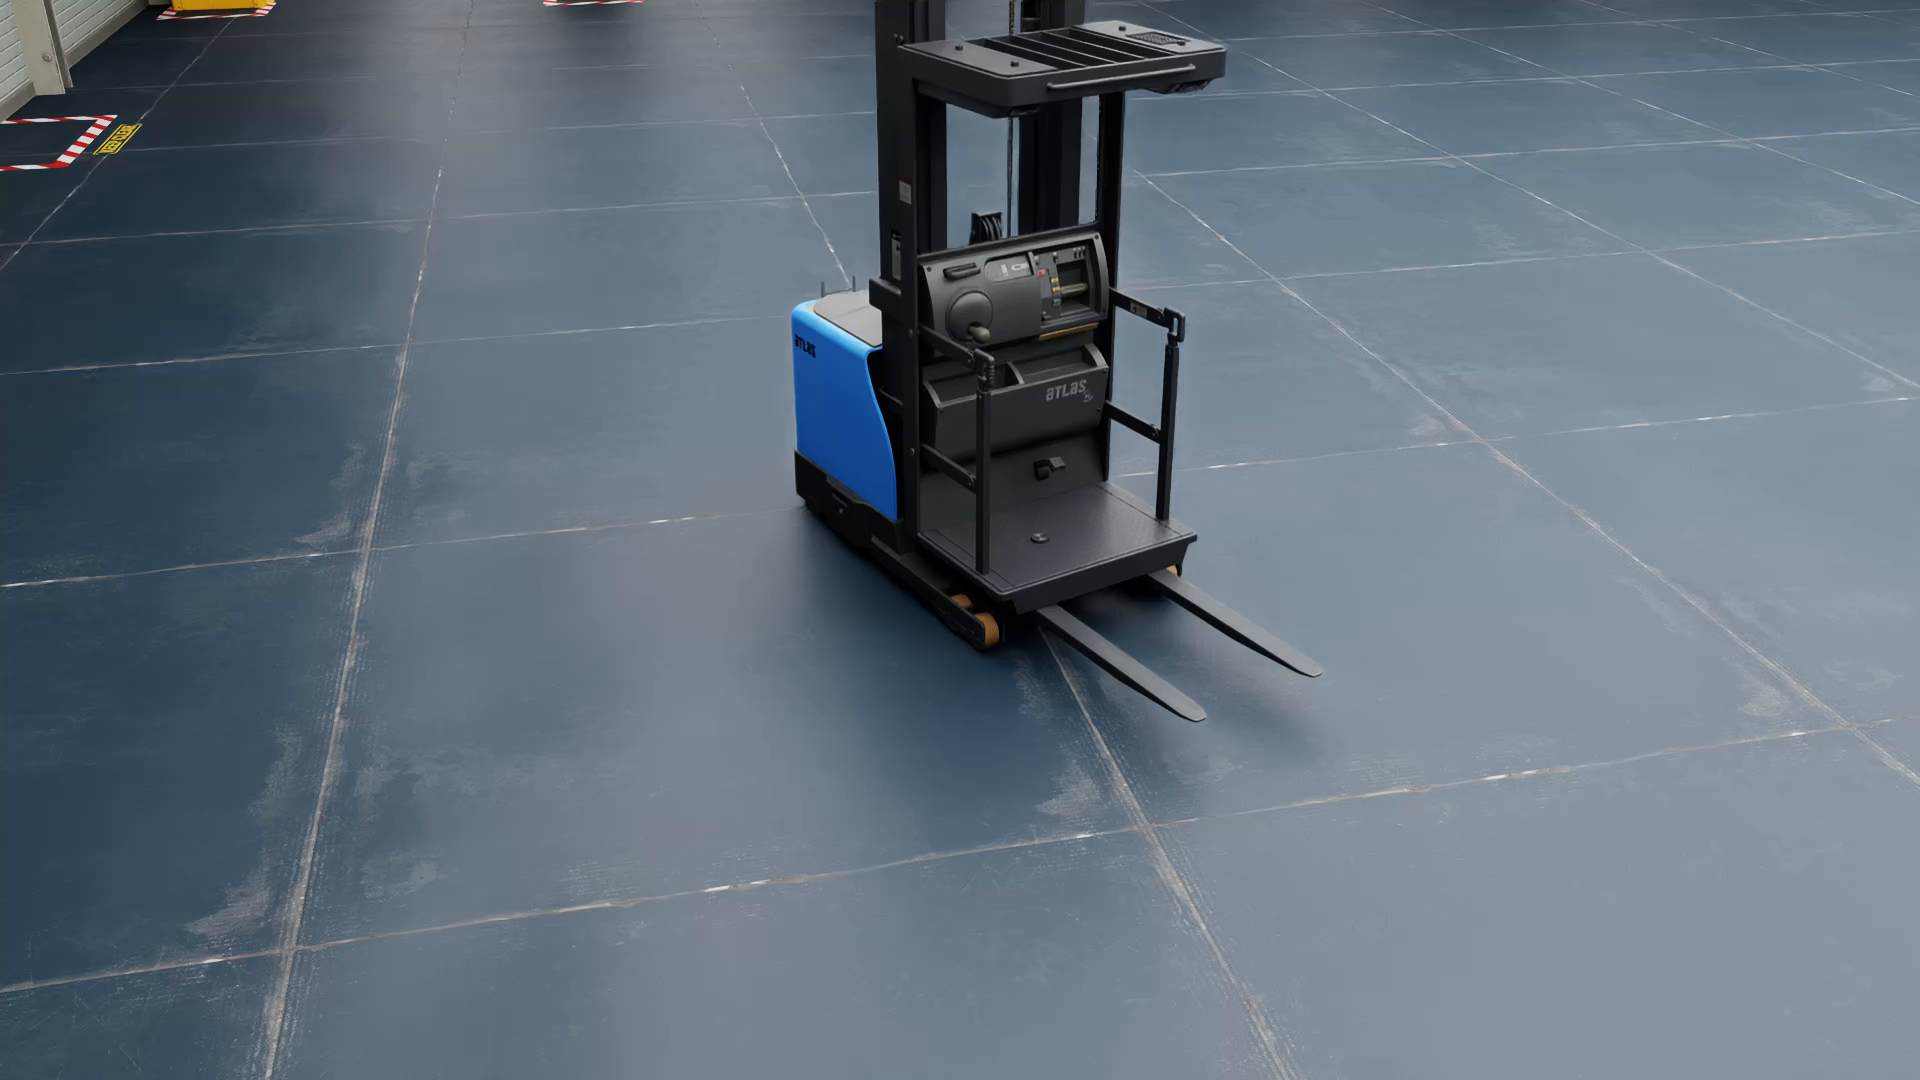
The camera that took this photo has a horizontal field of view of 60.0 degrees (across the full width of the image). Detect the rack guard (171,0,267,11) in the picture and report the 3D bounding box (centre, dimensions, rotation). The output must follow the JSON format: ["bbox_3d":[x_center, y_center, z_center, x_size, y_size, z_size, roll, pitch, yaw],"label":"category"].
[{"bbox_3d":[-10.052,-7.466,22.488,1.175,0.500,0.348,-6,27,-12],"label":"rack guard"}]

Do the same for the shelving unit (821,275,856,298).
[{"bbox_3d":[-0.563,-0.840,8.748,0.215,1.050,0.252,-16,31,-29],"label":"shelving unit"}]

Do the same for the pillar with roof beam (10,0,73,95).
[{"bbox_3d":[-5.489,-9.250,16.589,9.100,9.000,0.400,-6,27,-12],"label":"pillar with roof beam"}]

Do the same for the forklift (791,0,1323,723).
[{"bbox_3d":[0.370,-1.068,7.114,1.130,2.935,3.031,-16,31,-29],"label":"forklift"}]

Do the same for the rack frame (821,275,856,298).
[{"bbox_3d":[-0.628,-0.886,8.840,0.200,1.050,0.008,-16,31,-29],"label":"rack frame"}]

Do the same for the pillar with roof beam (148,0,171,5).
[{"bbox_3d":[-6.841,-11.884,21.808,9.100,9.000,0.400,-6,27,-12],"label":"pillar with roof beam"}]
